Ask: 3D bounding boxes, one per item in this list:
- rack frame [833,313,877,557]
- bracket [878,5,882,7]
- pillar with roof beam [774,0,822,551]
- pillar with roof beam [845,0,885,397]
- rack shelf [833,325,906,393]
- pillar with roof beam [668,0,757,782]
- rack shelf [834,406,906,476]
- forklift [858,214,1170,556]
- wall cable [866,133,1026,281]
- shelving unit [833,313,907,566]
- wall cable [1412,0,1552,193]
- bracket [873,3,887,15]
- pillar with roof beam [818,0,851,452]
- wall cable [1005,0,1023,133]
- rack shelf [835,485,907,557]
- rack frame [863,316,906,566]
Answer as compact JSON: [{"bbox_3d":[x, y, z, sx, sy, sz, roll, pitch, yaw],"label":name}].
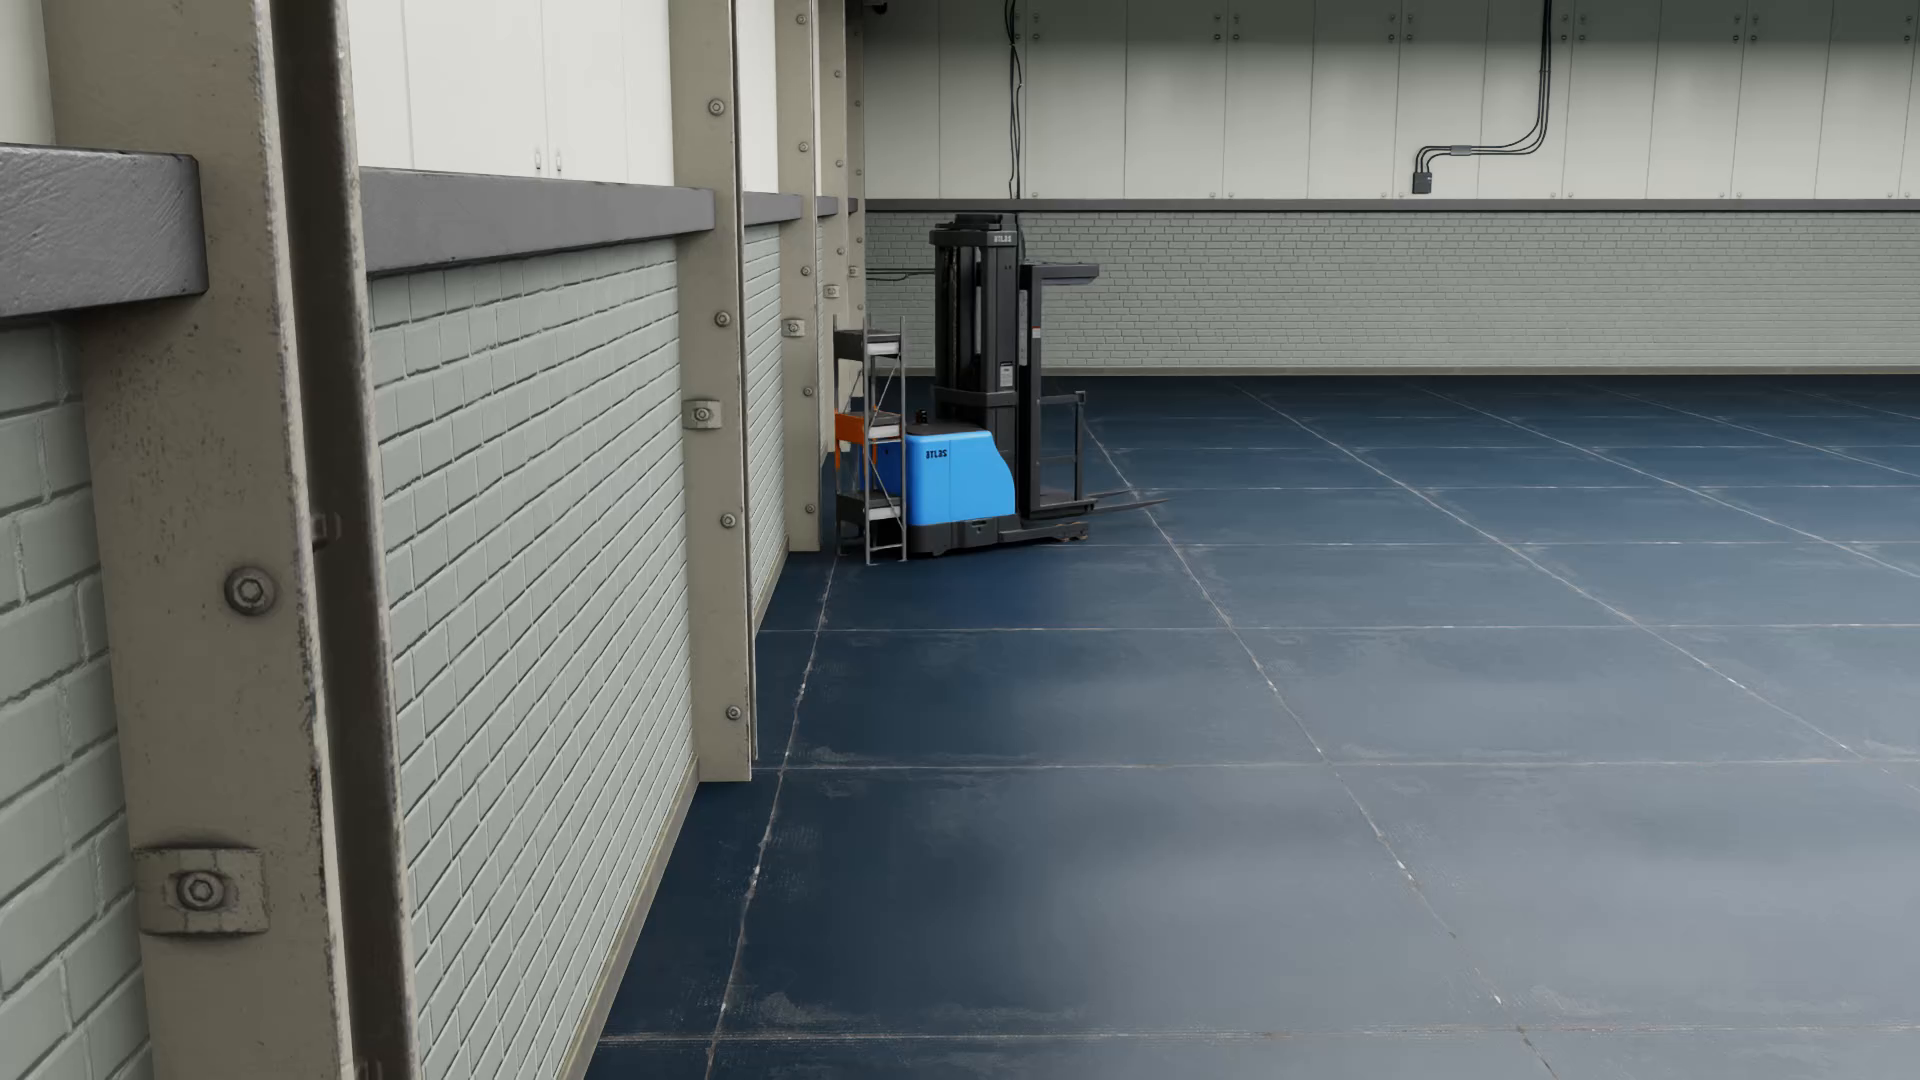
[{"bbox_3d":[-0.909,-0.908,14.443,0.400,2.100,0.015,-8,14,-34],"label":"rack frame"},{"bbox_3d":[-1.343,-8.939,27.625,0.076,0.066,3.189,0,11,-1],"label":"bracket"},{"bbox_3d":[2.900,-4.370,14.155,9.100,9.000,0.400,0,11,-1],"label":"pillar with roof beam"},{"bbox_3d":[2.652,-6.755,25.913,9.100,9.000,0.548,0,11,-1],"label":"pillar with roof beam"},{"bbox_3d":[-0.771,-1.540,14.109,0.431,0.518,0.480,-8,14,-34],"label":"rack shelf"},{"bbox_3d":[3.024,-3.177,8.276,9.100,9.000,0.400,0,11,-1],"label":"pillar with roof beam"},{"bbox_3d":[-0.771,-0.854,14.248,0.431,0.518,0.480,-8,14,-34],"label":"rack shelf"},{"bbox_3d":[0.589,-1.498,15.264,3.031,2.935,1.130,-7,14,-33],"label":"forklift"},{"bbox_3d":[-0.391,-5.807,29.048,3.097,2.526,0.112,0,11,-1],"label":"wall cable"},{"bbox_3d":[-0.771,-0.868,14.245,0.431,2.100,0.503,-8,14,-34],"label":"shelving unit"},{"bbox_3d":[9.100,-9.031,28.578,2.305,6.003,0.169,0,11,-1],"label":"wall cable"},{"bbox_3d":[-1.355,-9.056,28.204,0.235,0.232,0.430,0,11,-1],"label":"bracket"},{"bbox_3d":[2.776,-5.562,20.034,9.100,9.000,0.400,0,11,-1],"label":"pillar with roof beam"},{"bbox_3d":[2.313,-8.293,28.601,3.097,2.526,0.112,0,11,-1],"label":"wall cable"},{"bbox_3d":[-0.771,-0.168,14.387,0.431,0.518,0.480,-8,14,-34],"label":"rack shelf"},{"bbox_3d":[-0.634,-0.828,14.048,0.400,2.100,0.015,-8,14,-34],"label":"rack frame"}]
